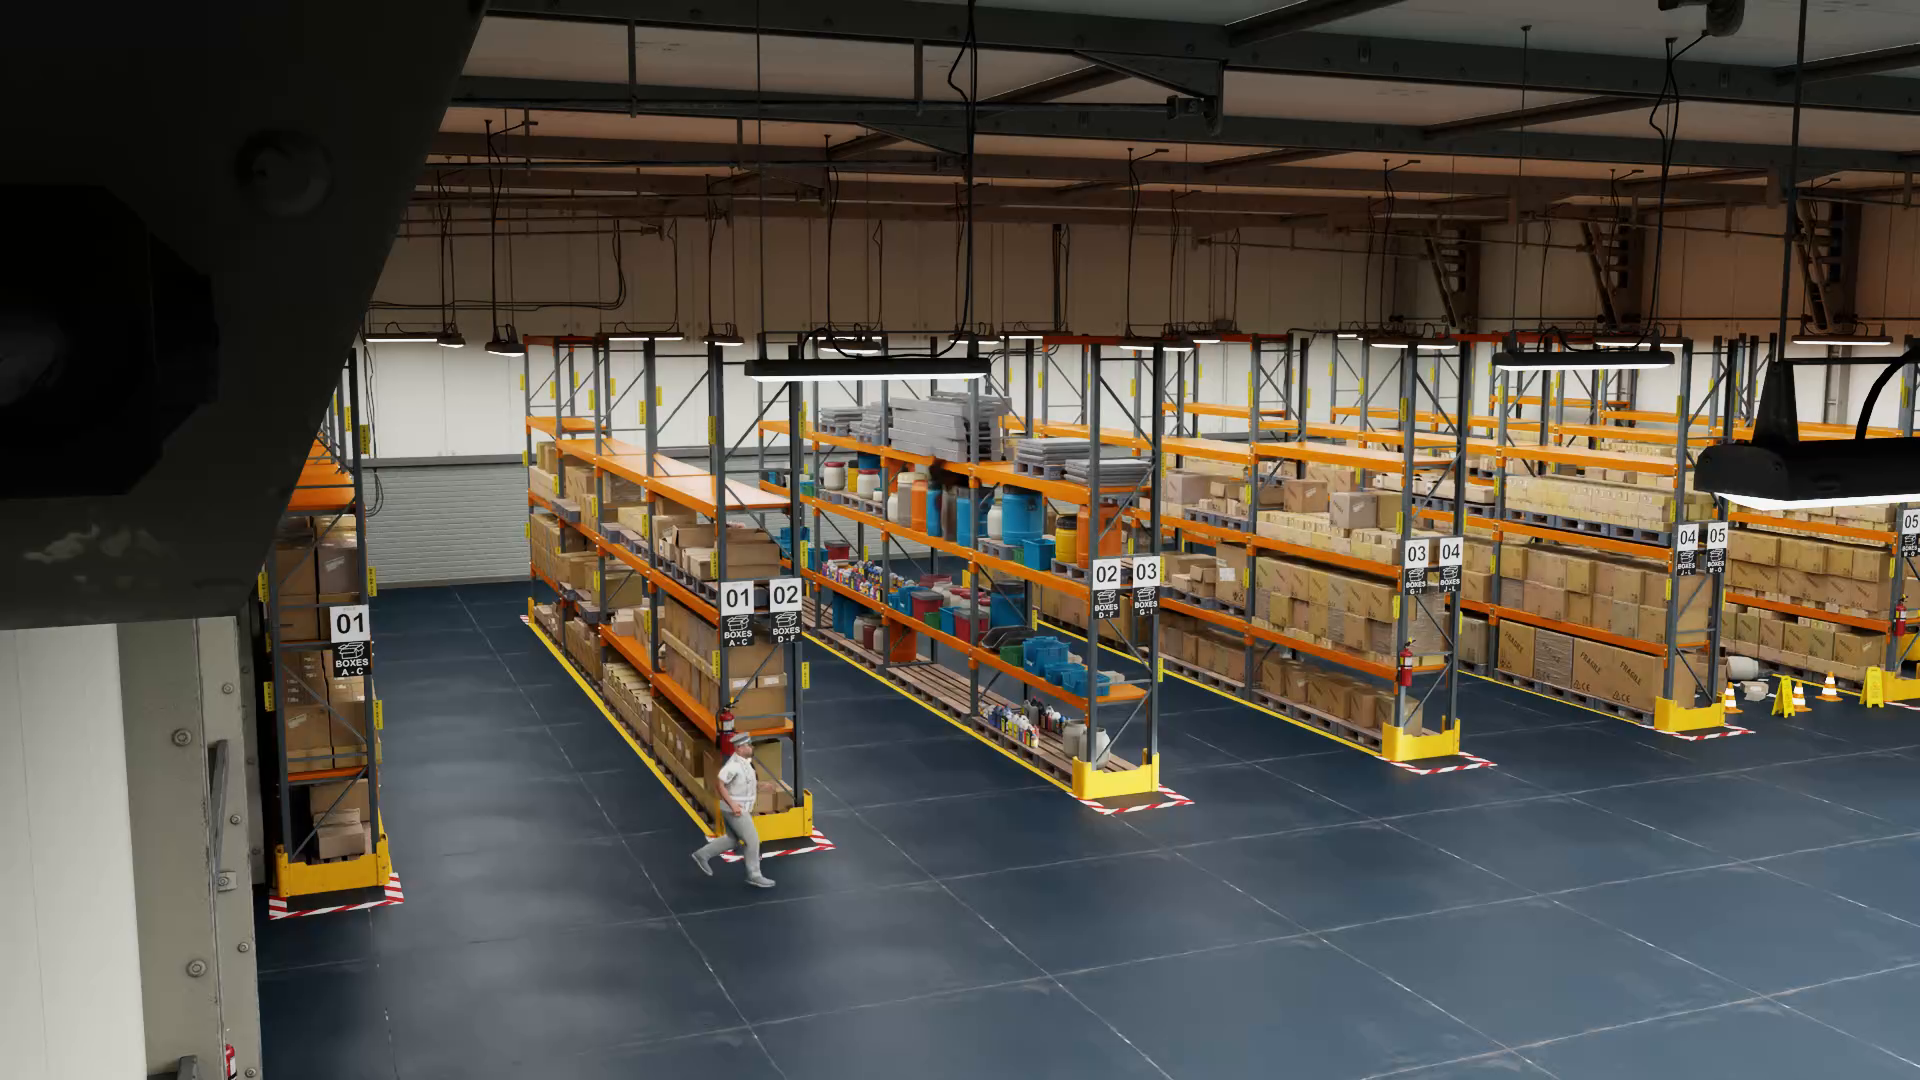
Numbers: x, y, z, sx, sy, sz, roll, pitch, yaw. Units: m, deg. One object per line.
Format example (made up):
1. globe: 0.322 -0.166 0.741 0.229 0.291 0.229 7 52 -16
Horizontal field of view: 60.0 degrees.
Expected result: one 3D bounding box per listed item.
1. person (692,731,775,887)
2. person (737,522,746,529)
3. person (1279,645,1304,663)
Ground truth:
1. person: -2.538 3.007 18.588 0.927 1.778 0.645 0 8 -1
2. person: -5.159 0.414 38.222 0.741 1.661 0.653 0 8 0
3. person: 6.175 1.438 30.741 0.575 1.701 0.707 -5 9 -31
